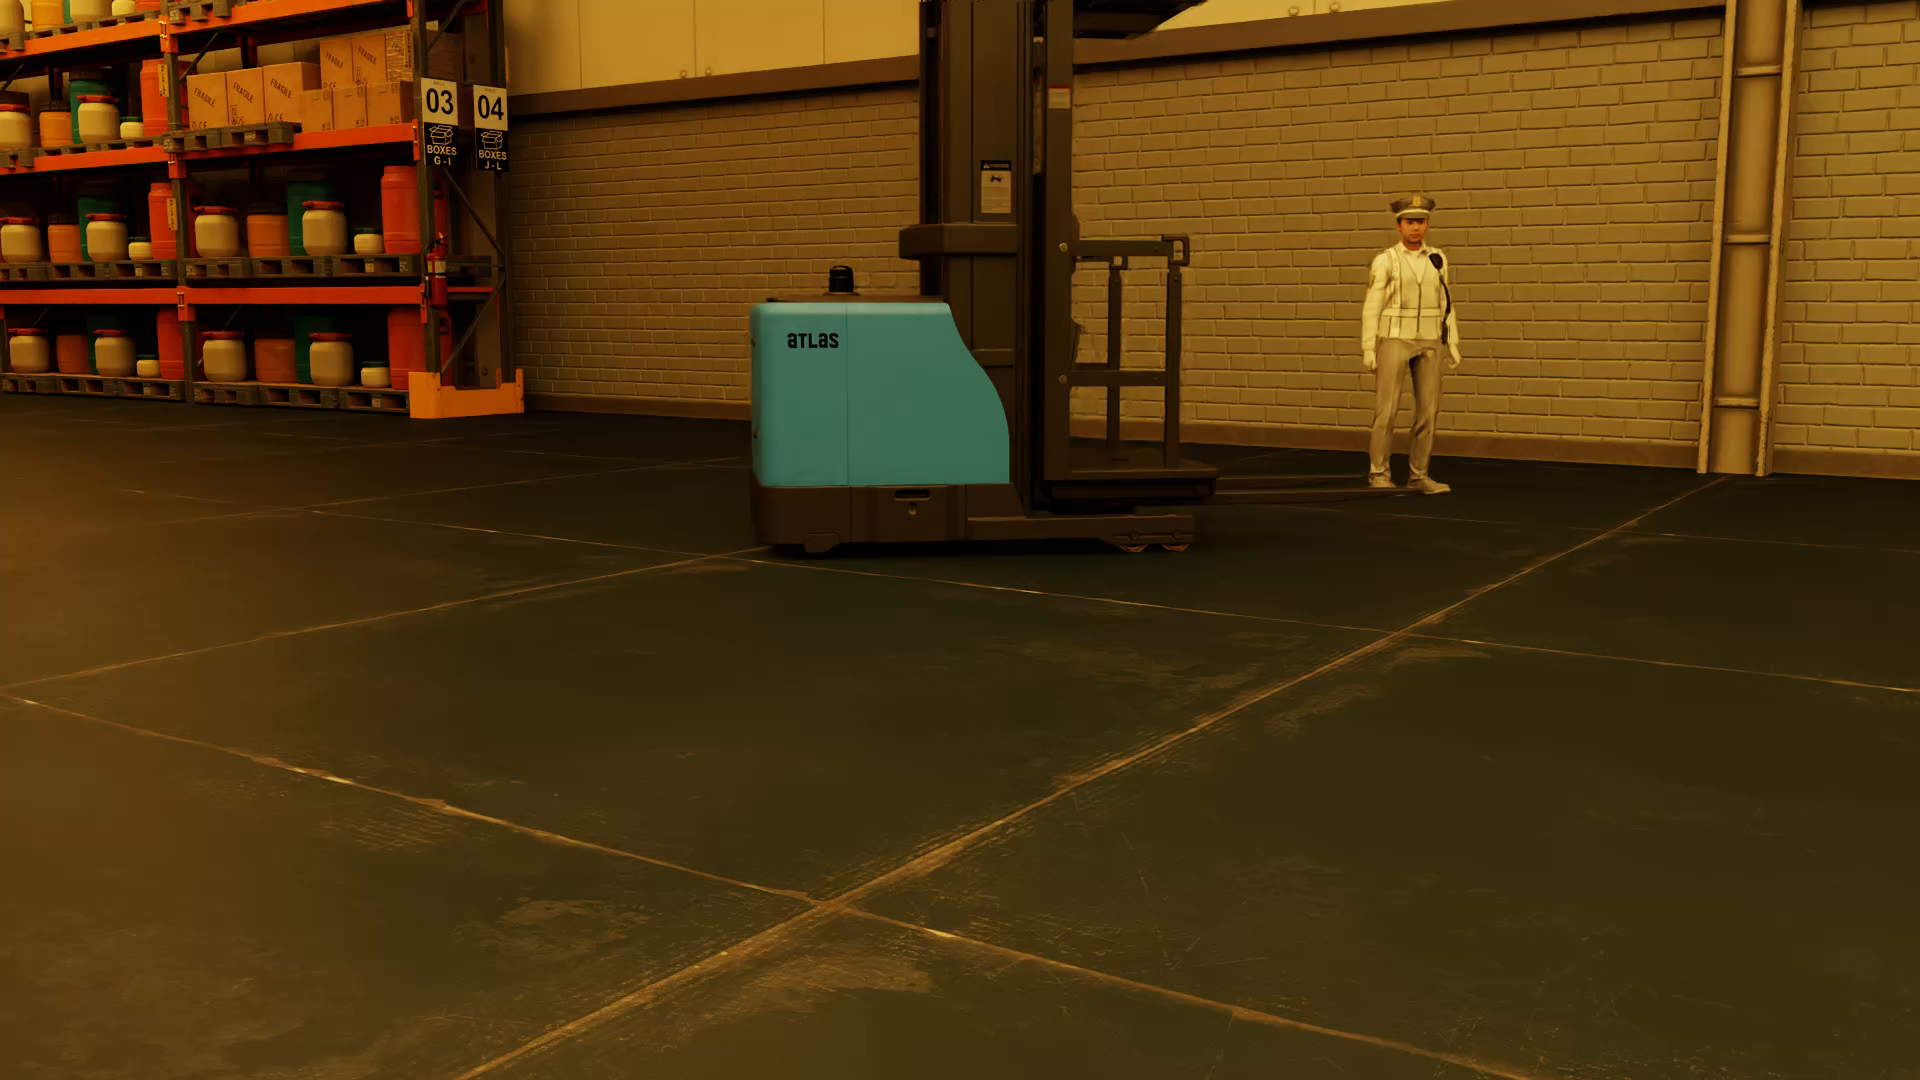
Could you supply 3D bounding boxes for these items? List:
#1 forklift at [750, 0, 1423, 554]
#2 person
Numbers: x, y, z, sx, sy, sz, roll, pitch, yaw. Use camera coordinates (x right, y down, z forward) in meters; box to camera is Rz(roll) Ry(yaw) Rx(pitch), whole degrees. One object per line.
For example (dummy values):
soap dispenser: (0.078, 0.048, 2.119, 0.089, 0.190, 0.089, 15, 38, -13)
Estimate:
forklift: (0.575, -1.467, 7.512, 3.031, 2.935, 1.130, -1, 8, -9)
person: (2.539, -1.077, 9.294, 0.545, 1.671, 0.414, 0, 8, -2)
